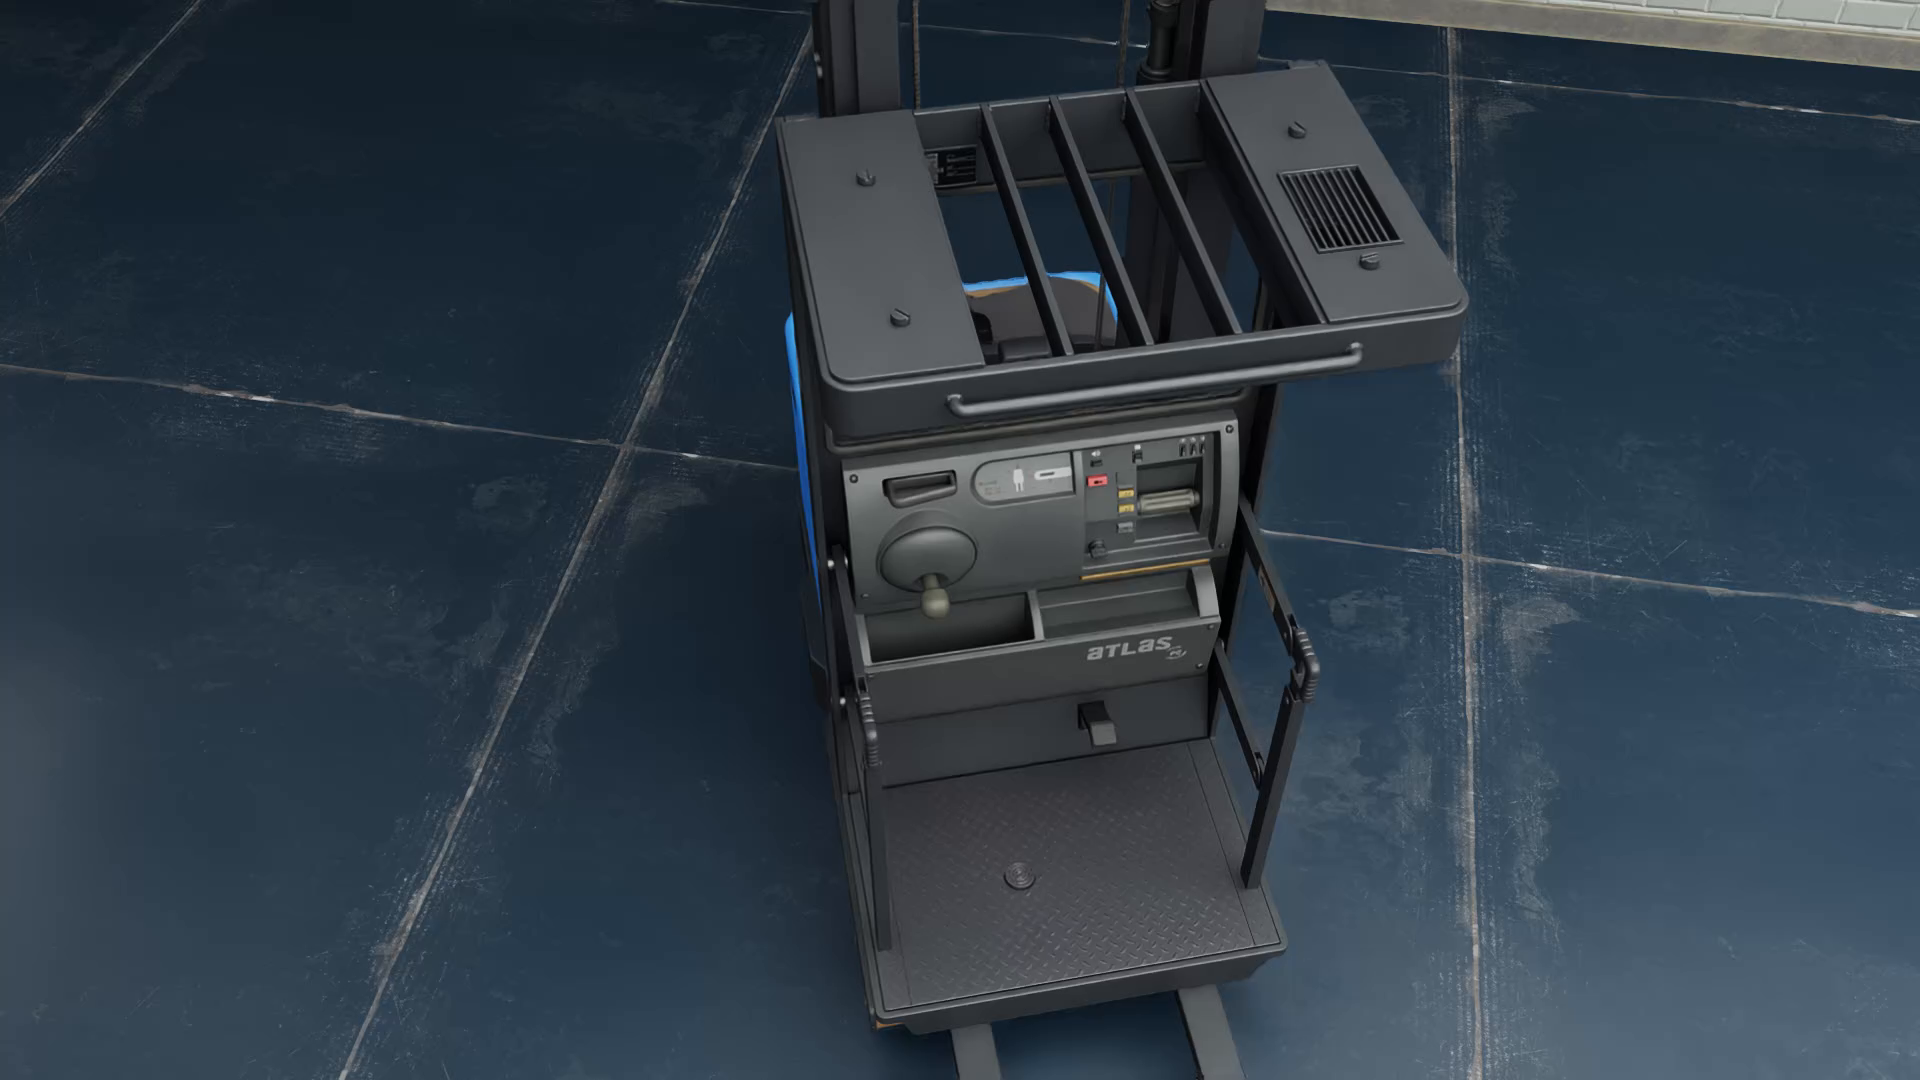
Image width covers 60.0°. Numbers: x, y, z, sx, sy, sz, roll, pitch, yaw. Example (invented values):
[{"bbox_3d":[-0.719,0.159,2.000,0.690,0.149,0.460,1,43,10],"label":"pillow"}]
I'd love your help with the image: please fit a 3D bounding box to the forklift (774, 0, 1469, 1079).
[{"bbox_3d":[0.238,0.044,3.740,1.130,2.935,3.031,-8,49,-7],"label":"forklift"}]
